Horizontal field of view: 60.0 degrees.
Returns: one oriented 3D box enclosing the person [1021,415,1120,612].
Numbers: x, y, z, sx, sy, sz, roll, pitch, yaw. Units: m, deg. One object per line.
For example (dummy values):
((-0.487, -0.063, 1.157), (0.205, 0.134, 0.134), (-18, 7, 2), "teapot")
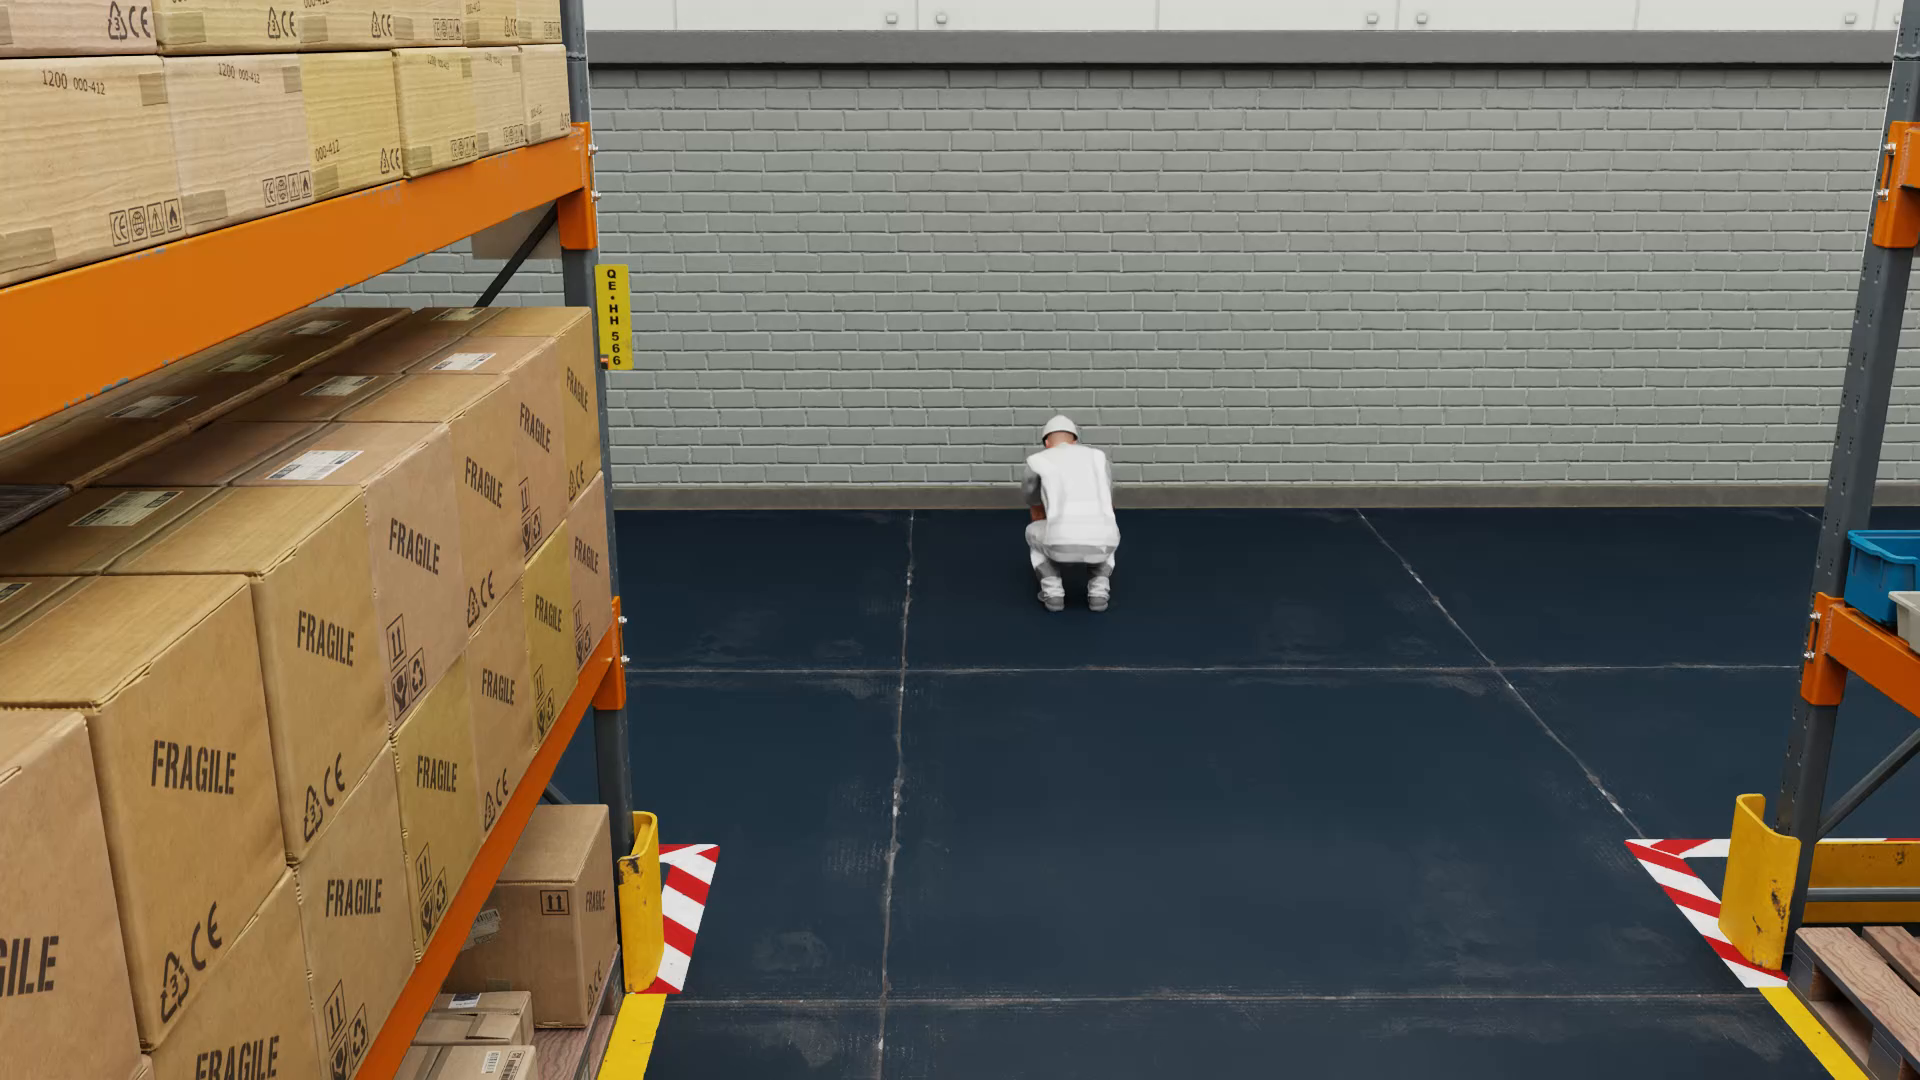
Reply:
((0.626, -0.153, 9.364), (0.555, 1.006, 0.866), (0, 17, -2), "person")
